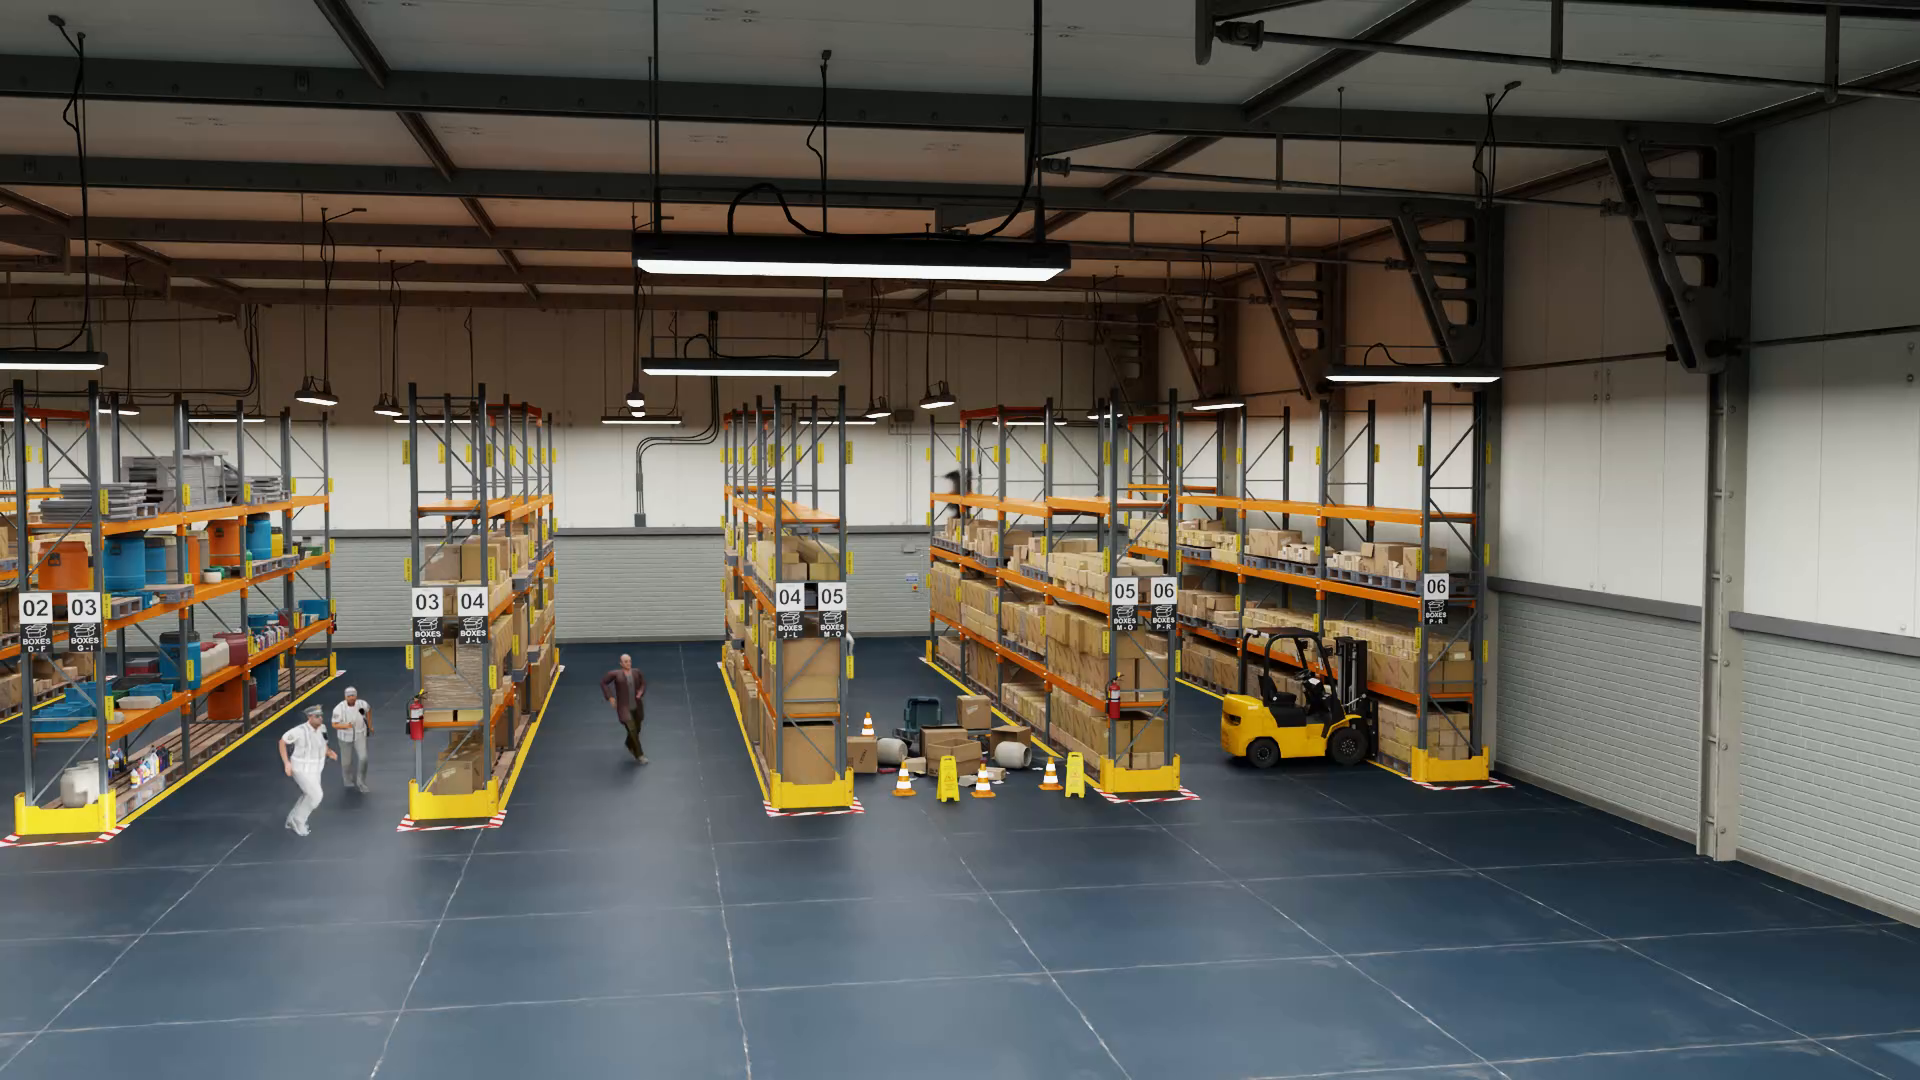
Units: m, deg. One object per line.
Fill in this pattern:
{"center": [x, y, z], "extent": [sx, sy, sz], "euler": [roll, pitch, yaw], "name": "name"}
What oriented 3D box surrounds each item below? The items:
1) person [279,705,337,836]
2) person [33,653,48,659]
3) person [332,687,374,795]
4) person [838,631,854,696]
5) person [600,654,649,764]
{"center": [-8.591, 3.041, 21.947], "extent": [0.793, 1.766, 0.652], "euler": [1, 3, 19], "name": "person"}
{"center": [-20.967, 2.237, 37.849], "extent": [0.907, 1.649, 0.565], "euler": [0, 3, -3], "name": "person"}
{"center": [-9.003, 2.961, 24.670], "extent": [0.602, 1.619, 0.929], "euler": [-1, 3, -23], "name": "person"}
{"center": [-2.511, 2.416, 34.395], "extent": [0.570, 1.717, 0.694], "euler": [-1, 3, -14], "name": "person"}
{"center": [-5.400, 2.716, 26.966], "extent": [0.712, 1.739, 1.052], "euler": [-2, 4, -34], "name": "person"}
